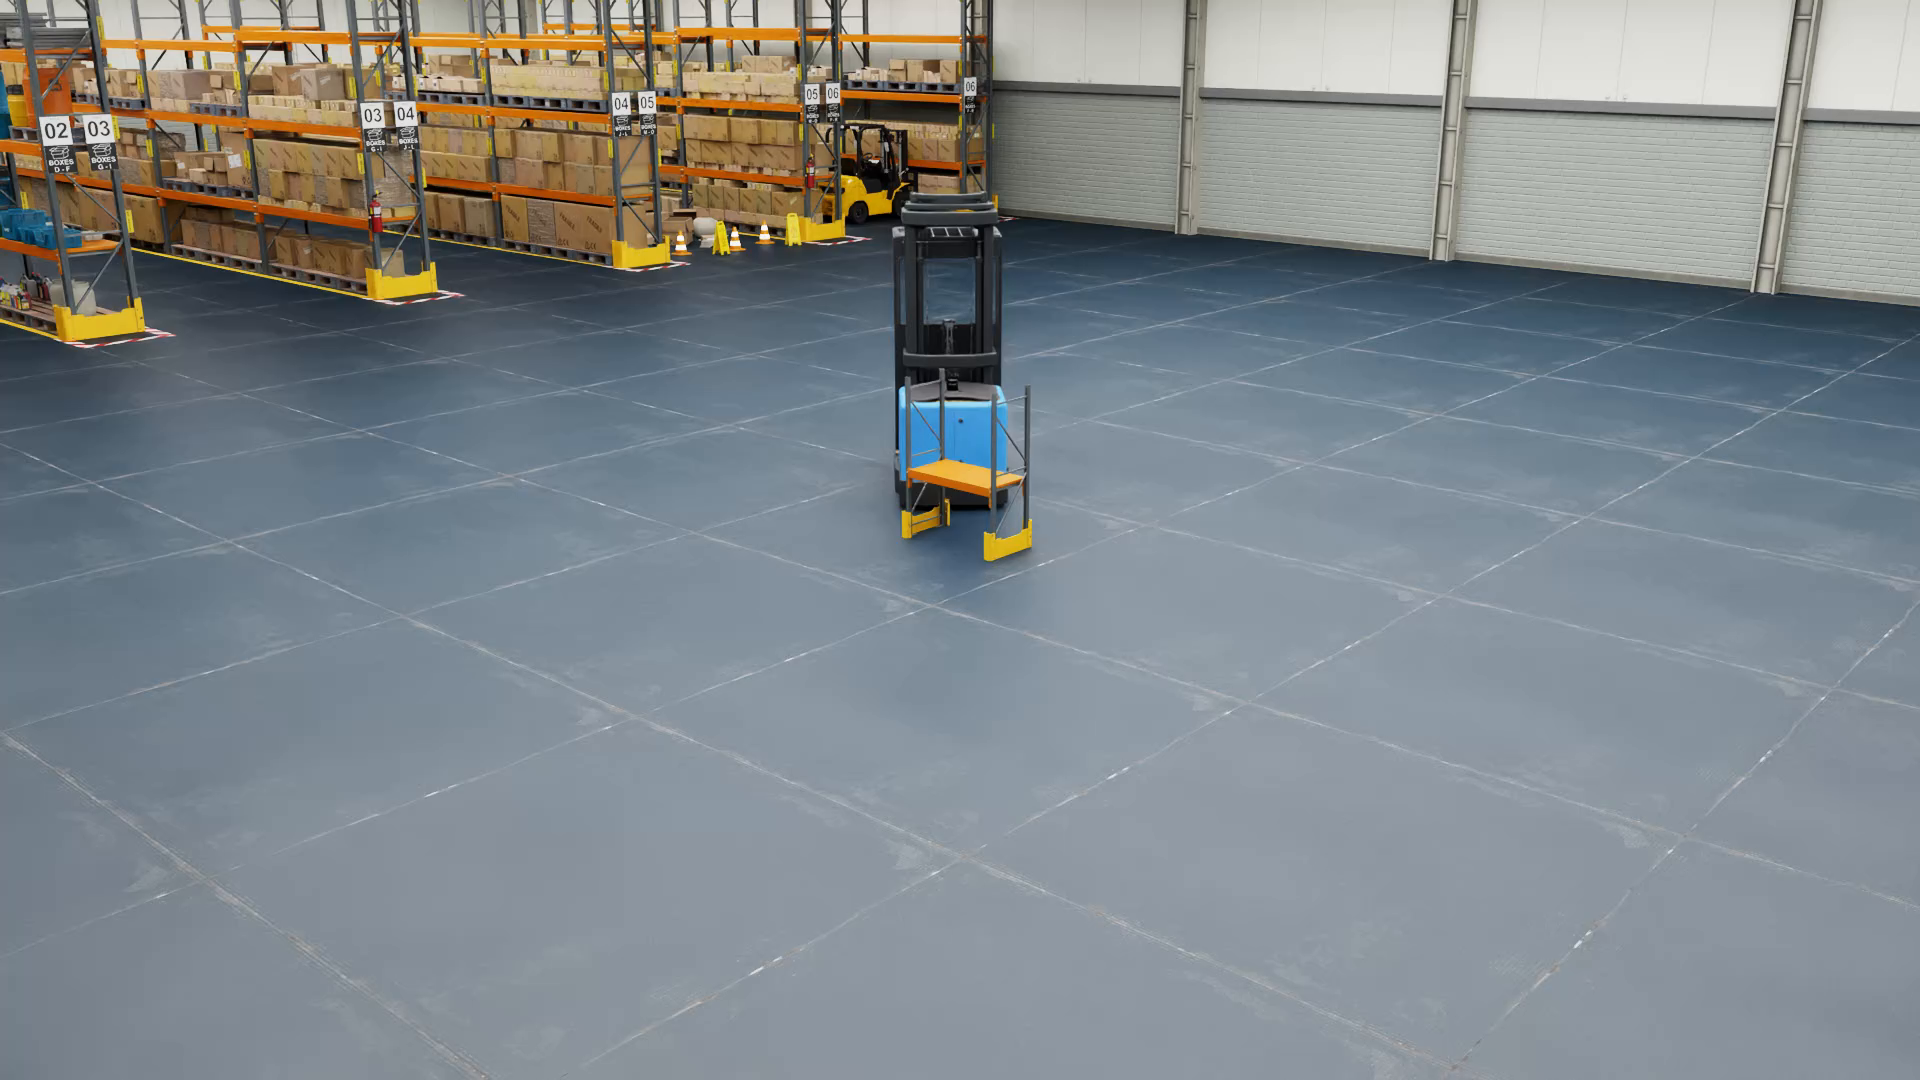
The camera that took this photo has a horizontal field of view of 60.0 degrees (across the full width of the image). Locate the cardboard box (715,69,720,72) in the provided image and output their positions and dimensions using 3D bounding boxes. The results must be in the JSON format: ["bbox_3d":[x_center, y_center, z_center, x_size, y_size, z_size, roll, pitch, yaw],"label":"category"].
[{"bbox_3d":[-6.207,-12.216,43.414,0.250,0.149,0.380,14,23,38],"label":"cardboard box"}]

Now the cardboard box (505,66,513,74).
[{"bbox_3d":[-8.684,-9.213,32.601,0.250,0.149,0.380,15,23,39],"label":"cardboard box"}]

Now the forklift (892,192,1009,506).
[{"bbox_3d":[-0.137,-2.121,17.088,1.130,2.935,3.031,-1,18,-3],"label":"forklift"}]

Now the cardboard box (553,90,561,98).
[{"bbox_3d":[-7.543,-8.527,31.758,0.250,0.149,0.380,15,23,40],"label":"cardboard box"}]

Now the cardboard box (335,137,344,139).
[{"bbox_3d":[-13.739,-8.949,37.228,0.250,0.149,0.380,17,24,42],"label":"cardboard box"}]

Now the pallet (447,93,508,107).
[{"bbox_3d":[-9.829,-9.039,34.130,1.217,0.209,0.805,14,22,37],"label":"pallet"}]

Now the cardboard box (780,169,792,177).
[{"bbox_3d":[-3.594,-7.797,35.275,0.250,0.149,0.380,15,23,39],"label":"cardboard box"}]

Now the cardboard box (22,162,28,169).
[{"bbox_3d":[-20.638,-8.363,37.059,0.250,0.149,0.380,14,23,38],"label":"cardboard box"}]

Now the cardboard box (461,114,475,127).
[{"bbox_3d":[-12.421,-10.830,42.599,0.500,0.500,0.500,15,23,39],"label":"cardboard box"}]

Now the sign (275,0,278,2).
[{"bbox_3d":[-15.468,-12.357,37.635,0.005,0.325,0.100,15,23,39],"label":"sign"}]

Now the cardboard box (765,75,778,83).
[{"bbox_3d":[-3.884,-9.726,35.075,0.250,0.149,0.380,15,23,40],"label":"cardboard box"}]

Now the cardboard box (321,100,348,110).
[{"bbox_3d":[-10.500,-7.310,27.954,0.250,0.149,0.380,15,23,40],"label":"cardboard box"}]

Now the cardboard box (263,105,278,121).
[{"bbox_3d":[-11.913,-7.530,29.308,0.500,0.250,0.500,15,23,39],"label":"cardboard box"}]

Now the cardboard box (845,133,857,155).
[{"bbox_3d":[-2.450,-9.691,40.662,0.500,0.500,0.500,14,22,38],"label":"cardboard box"}]

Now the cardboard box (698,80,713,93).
[{"bbox_3d":[-5.362,-9.916,36.333,0.500,0.250,0.500,15,23,39],"label":"cardboard box"}]

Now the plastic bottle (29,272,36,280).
[{"bbox_3d":[-15.093,-4.188,27.139,0.185,0.351,0.144,14,23,38],"label":"plastic bottle"}]

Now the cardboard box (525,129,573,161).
[{"bbox_3d":[-8.057,-7.808,32.861,0.550,0.550,0.875,15,23,39],"label":"cardboard box"}]

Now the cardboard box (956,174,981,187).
[{"bbox_3d":[0.149,-8.494,39.253,0.500,0.250,0.500,15,23,38],"label":"cardboard box"}]

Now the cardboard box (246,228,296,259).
[{"bbox_3d":[-12.924,-5.572,31.253,0.500,0.500,0.700,13,22,35],"label":"cardboard box"}]

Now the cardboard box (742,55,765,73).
[{"bbox_3d":[-5.221,-12.119,42.495,0.500,0.500,0.500,15,23,40],"label":"cardboard box"}]

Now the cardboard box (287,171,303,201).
[{"bbox_3d":[-11.392,-6.325,29.563,0.500,0.500,0.875,15,23,39],"label":"cardboard box"}]

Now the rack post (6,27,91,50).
[{"bbox_3d":[-13.256,-7.304,24.213,0.937,0.300,0.954,-15,23,-40],"label":"rack post"}]

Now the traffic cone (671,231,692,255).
[{"bbox_3d":[-5.574,-5.943,33.211,0.334,0.463,0.336,15,23,39],"label":"traffic cone"}]

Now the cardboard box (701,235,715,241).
[{"bbox_3d":[-5.230,-6.312,34.892,0.380,0.149,0.250,-6,18,-18],"label":"cardboard box"}]

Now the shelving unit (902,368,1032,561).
[{"bbox_3d":[0.057,-0.700,14.975,1.083,1.500,0.587,15,23,39],"label":"shelving unit"}]

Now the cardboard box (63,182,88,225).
[{"bbox_3d":[-18.903,-7.370,36.332,0.875,0.875,0.875,15,23,39],"label":"cardboard box"}]

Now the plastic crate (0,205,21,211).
[{"bbox_3d":[-15.459,-5.141,26.594,0.504,0.338,0.767,15,23,39],"label":"plastic crate"}]

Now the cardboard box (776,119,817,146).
[{"bbox_3d":[-3.436,-8.584,35.028,0.500,0.500,0.700,14,23,38],"label":"cardboard box"}]

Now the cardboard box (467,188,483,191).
[{"bbox_3d":[-12.283,-9.403,43.462,0.875,0.438,0.875,15,23,38],"label":"cardboard box"}]

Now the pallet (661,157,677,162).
[{"bbox_3d":[-7.385,-8.991,38.939,1.213,0.211,1.003,15,23,39],"label":"pallet"}]

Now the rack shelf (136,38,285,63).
[{"bbox_3d":[-13.975,-9.153,31.065,4.000,0.370,1.077,15,23,39],"label":"rack shelf"}]

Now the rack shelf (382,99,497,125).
[{"bbox_3d":[-10.607,-9.016,34.930,4.000,0.370,1.077,15,23,39],"label":"rack shelf"}]

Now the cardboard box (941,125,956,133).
[{"bbox_3d":[-0.230,-9.554,38.665,0.250,0.149,0.380,15,23,39],"label":"cardboard box"}]

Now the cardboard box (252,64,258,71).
[{"bbox_3d":[-16.494,-11.175,39.307,0.250,0.149,0.380,15,23,39],"label":"cardboard box"}]

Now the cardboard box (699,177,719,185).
[{"bbox_3d":[-5.585,-8.006,37.056,0.250,0.149,0.380,15,23,40],"label":"cardboard box"}]

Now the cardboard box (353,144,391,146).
[{"bbox_3d":[-10.087,-6.562,28.659,0.500,0.500,0.500,15,23,39],"label":"cardboard box"}]

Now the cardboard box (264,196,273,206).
[{"bbox_3d":[-12.339,-6.141,30.058,0.250,0.149,0.380,15,23,39],"label":"cardboard box"}]

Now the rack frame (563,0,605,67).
[{"bbox_3d":[-8.893,-12.330,39.226,0.127,3.000,1.000,15,23,39],"label":"rack frame"}]

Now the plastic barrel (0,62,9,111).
[{"bbox_3d":[-15.093,-6.950,25.708,0.708,0.901,0.600,15,23,39],"label":"plastic barrel"}]

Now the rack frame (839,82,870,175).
[{"bbox_3d":[-2.609,-9.791,41.144,0.127,3.000,1.000,15,23,39],"label":"rack frame"}]

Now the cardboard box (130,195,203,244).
[{"bbox_3d":[-15.973,-6.559,33.778,0.875,0.875,1.225,14,22,37],"label":"cardboard box"}]

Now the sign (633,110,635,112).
[{"bbox_3d":[-8.947,-11.686,45.682,0.005,0.325,0.100,15,23,39],"label":"sign"}]

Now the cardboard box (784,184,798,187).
[{"bbox_3d":[-4.146,-9.270,42.732,0.625,0.625,0.875,14,22,37],"label":"cardboard box"}]

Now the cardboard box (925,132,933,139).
[{"bbox_3d":[-0.605,-9.514,39.033,0.250,0.149,0.380,15,23,39],"label":"cardboard box"}]

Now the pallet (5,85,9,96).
[{"bbox_3d":[-20.892,-10.076,37.228,1.213,0.211,1.003,15,23,39],"label":"pallet"}]

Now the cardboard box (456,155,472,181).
[{"bbox_3d":[-10.057,-7.721,34.454,0.500,0.500,0.500,15,23,39],"label":"cardboard box"}]

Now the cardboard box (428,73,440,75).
[{"bbox_3d":[-11.122,-9.824,35.574,0.500,0.311,0.500,15,23,39],"label":"cardboard box"}]

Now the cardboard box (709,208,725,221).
[{"bbox_3d":[-5.232,-7.273,37.060,0.500,0.250,0.500,17,24,42],"label":"cardboard box"}]
